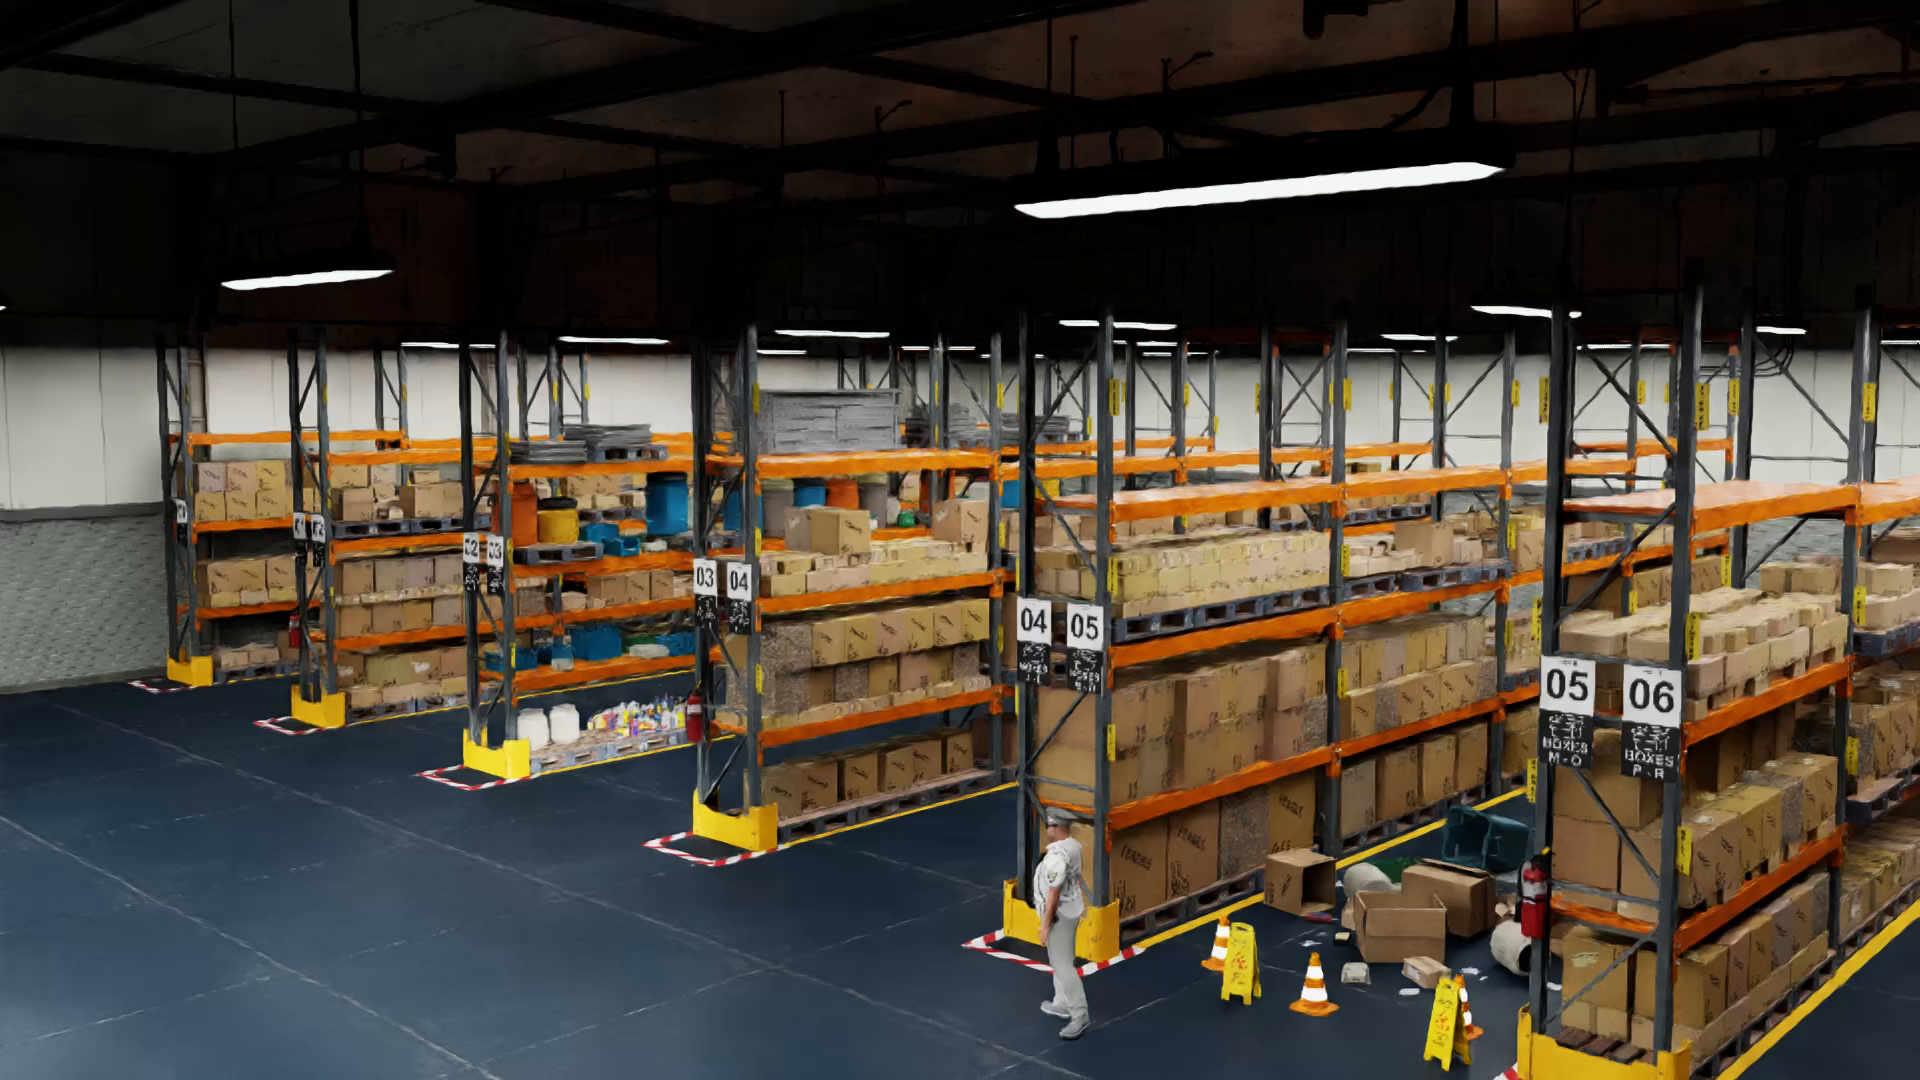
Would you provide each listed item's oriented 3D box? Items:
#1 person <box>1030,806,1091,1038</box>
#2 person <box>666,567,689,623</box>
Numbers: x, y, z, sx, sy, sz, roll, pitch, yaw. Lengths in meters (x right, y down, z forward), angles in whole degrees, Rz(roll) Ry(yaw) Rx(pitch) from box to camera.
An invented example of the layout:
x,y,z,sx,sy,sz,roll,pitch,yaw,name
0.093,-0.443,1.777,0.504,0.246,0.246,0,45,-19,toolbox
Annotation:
x,y,z,sx,sy,sz,roll,pitch,yaw,name
0.819,3.045,13.402,0.490,1.748,0.731,1,6,15,person
-5.564,1.309,32.458,1.087,1.589,0.456,-5,8,-44,person
